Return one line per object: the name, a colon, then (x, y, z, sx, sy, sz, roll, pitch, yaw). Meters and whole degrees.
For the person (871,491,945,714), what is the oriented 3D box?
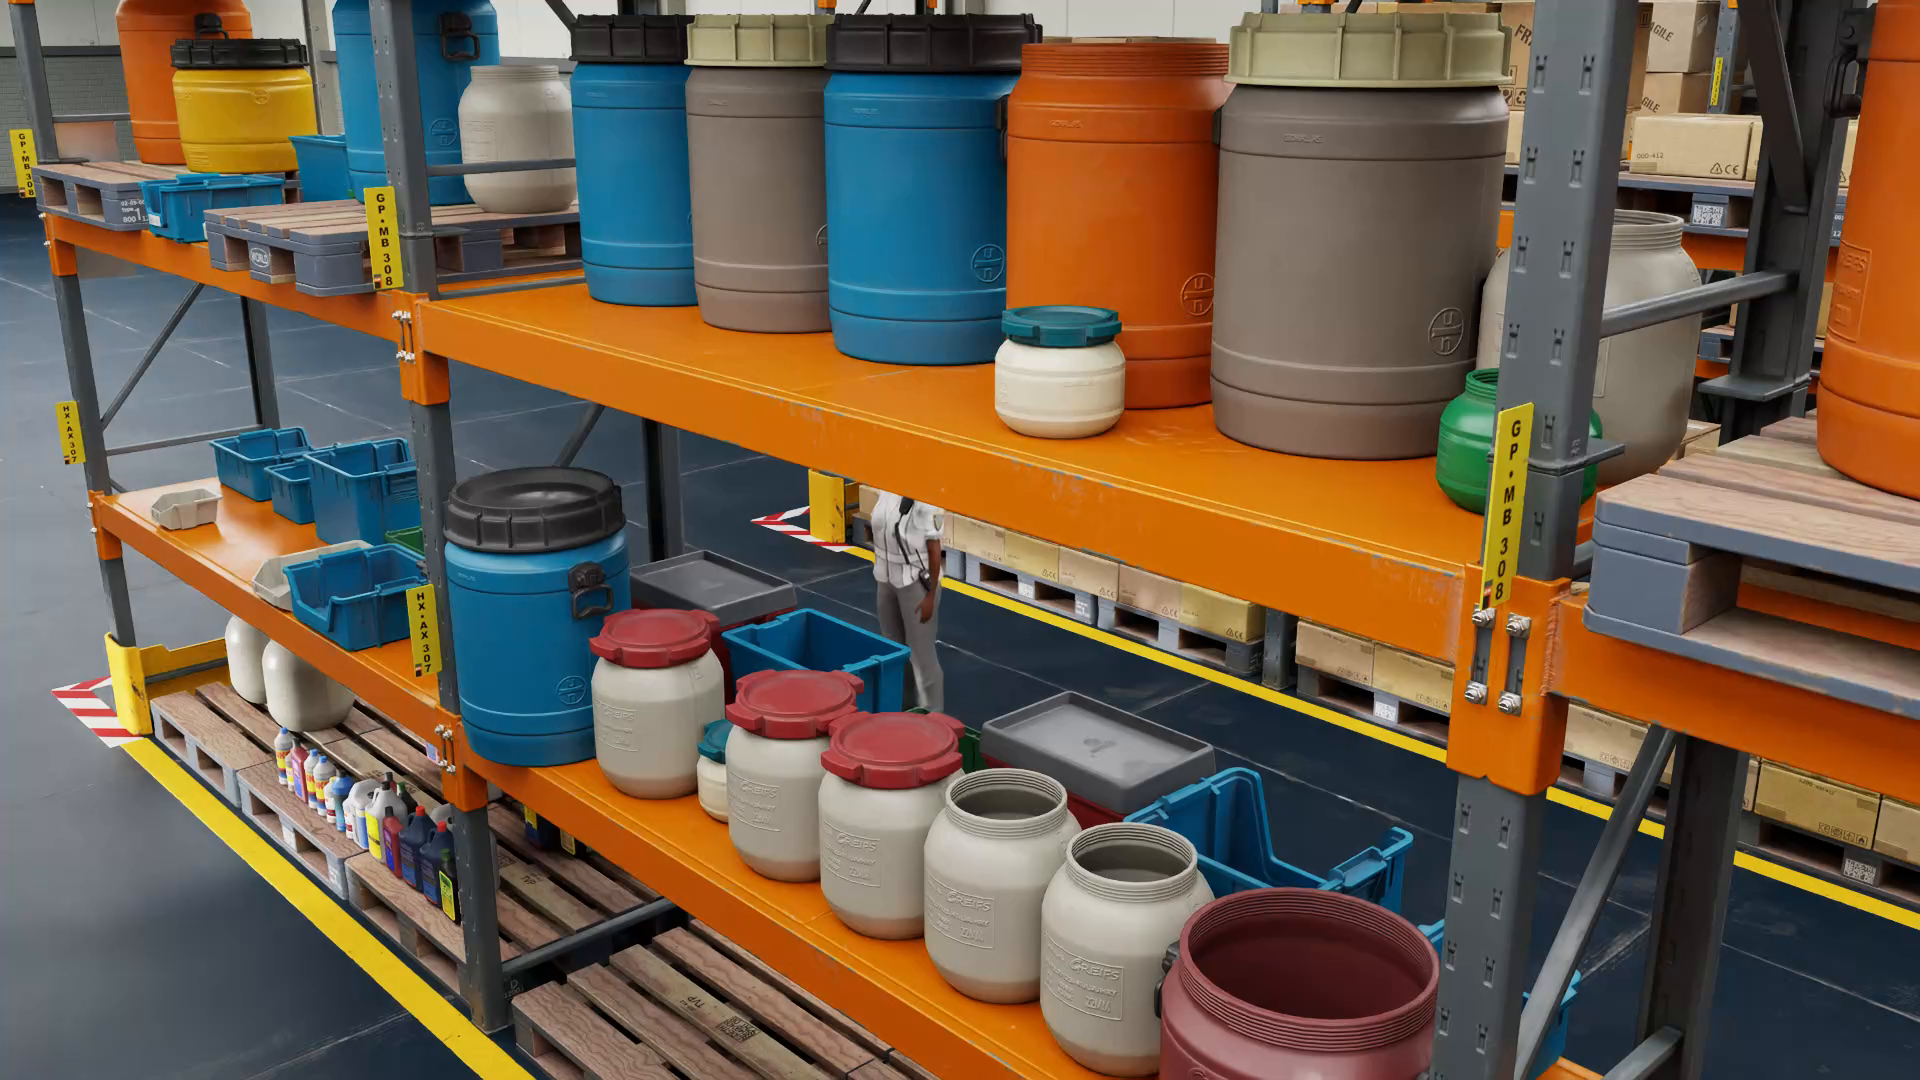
person: (-0.273, 0.246, 8.745, 0.339, 1.678, 0.436, -15, 23, -40)
